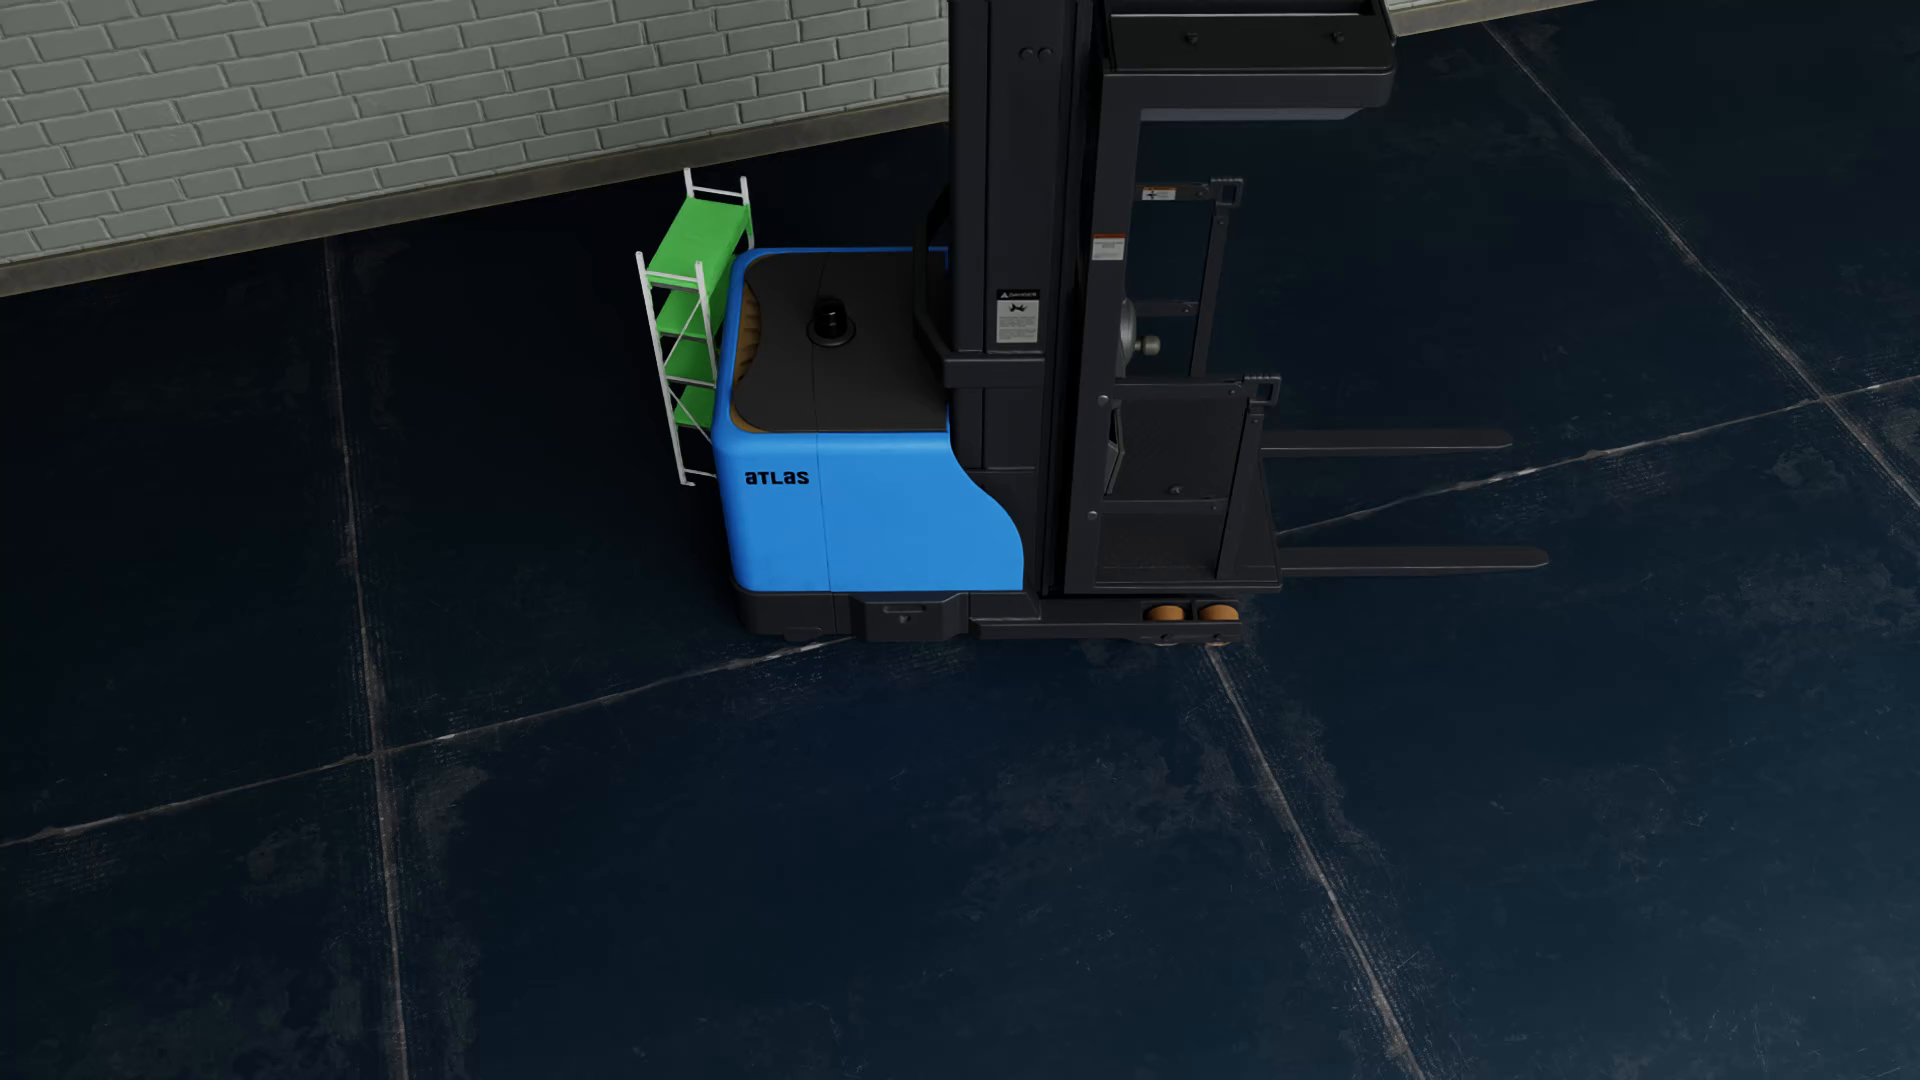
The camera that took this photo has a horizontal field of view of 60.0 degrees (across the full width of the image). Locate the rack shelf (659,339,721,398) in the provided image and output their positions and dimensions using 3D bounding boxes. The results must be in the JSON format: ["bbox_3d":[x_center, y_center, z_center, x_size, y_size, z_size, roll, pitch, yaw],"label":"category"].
[{"bbox_3d":[-0.956,-0.737,6.459,0.258,0.148,0.480,11,51,9],"label":"rack shelf"}]

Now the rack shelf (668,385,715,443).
[{"bbox_3d":[-0.954,-0.582,6.642,0.258,0.148,0.480,11,51,9],"label":"rack shelf"}]

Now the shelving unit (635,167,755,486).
[{"bbox_3d":[-0.956,-0.778,6.410,0.258,1.200,0.503,11,51,9],"label":"shelving unit"}]

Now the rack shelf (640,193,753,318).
[{"bbox_3d":[-0.958,-1.047,6.092,0.258,0.148,0.480,11,51,9],"label":"rack shelf"}]

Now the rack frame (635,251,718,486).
[{"bbox_3d":[-1.015,-0.597,6.257,0.240,1.200,0.015,11,51,9],"label":"rack frame"}]

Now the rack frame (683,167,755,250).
[{"bbox_3d":[-0.897,-0.959,6.563,0.240,1.200,0.015,11,51,9],"label":"rack frame"}]

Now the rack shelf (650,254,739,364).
[{"bbox_3d":[-0.957,-0.892,6.276,0.258,0.148,0.480,11,51,9],"label":"rack shelf"}]

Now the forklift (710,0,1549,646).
[{"bbox_3d":[0.674,-0.958,5.431,3.031,2.935,1.130,0,50,0],"label":"forklift"}]
